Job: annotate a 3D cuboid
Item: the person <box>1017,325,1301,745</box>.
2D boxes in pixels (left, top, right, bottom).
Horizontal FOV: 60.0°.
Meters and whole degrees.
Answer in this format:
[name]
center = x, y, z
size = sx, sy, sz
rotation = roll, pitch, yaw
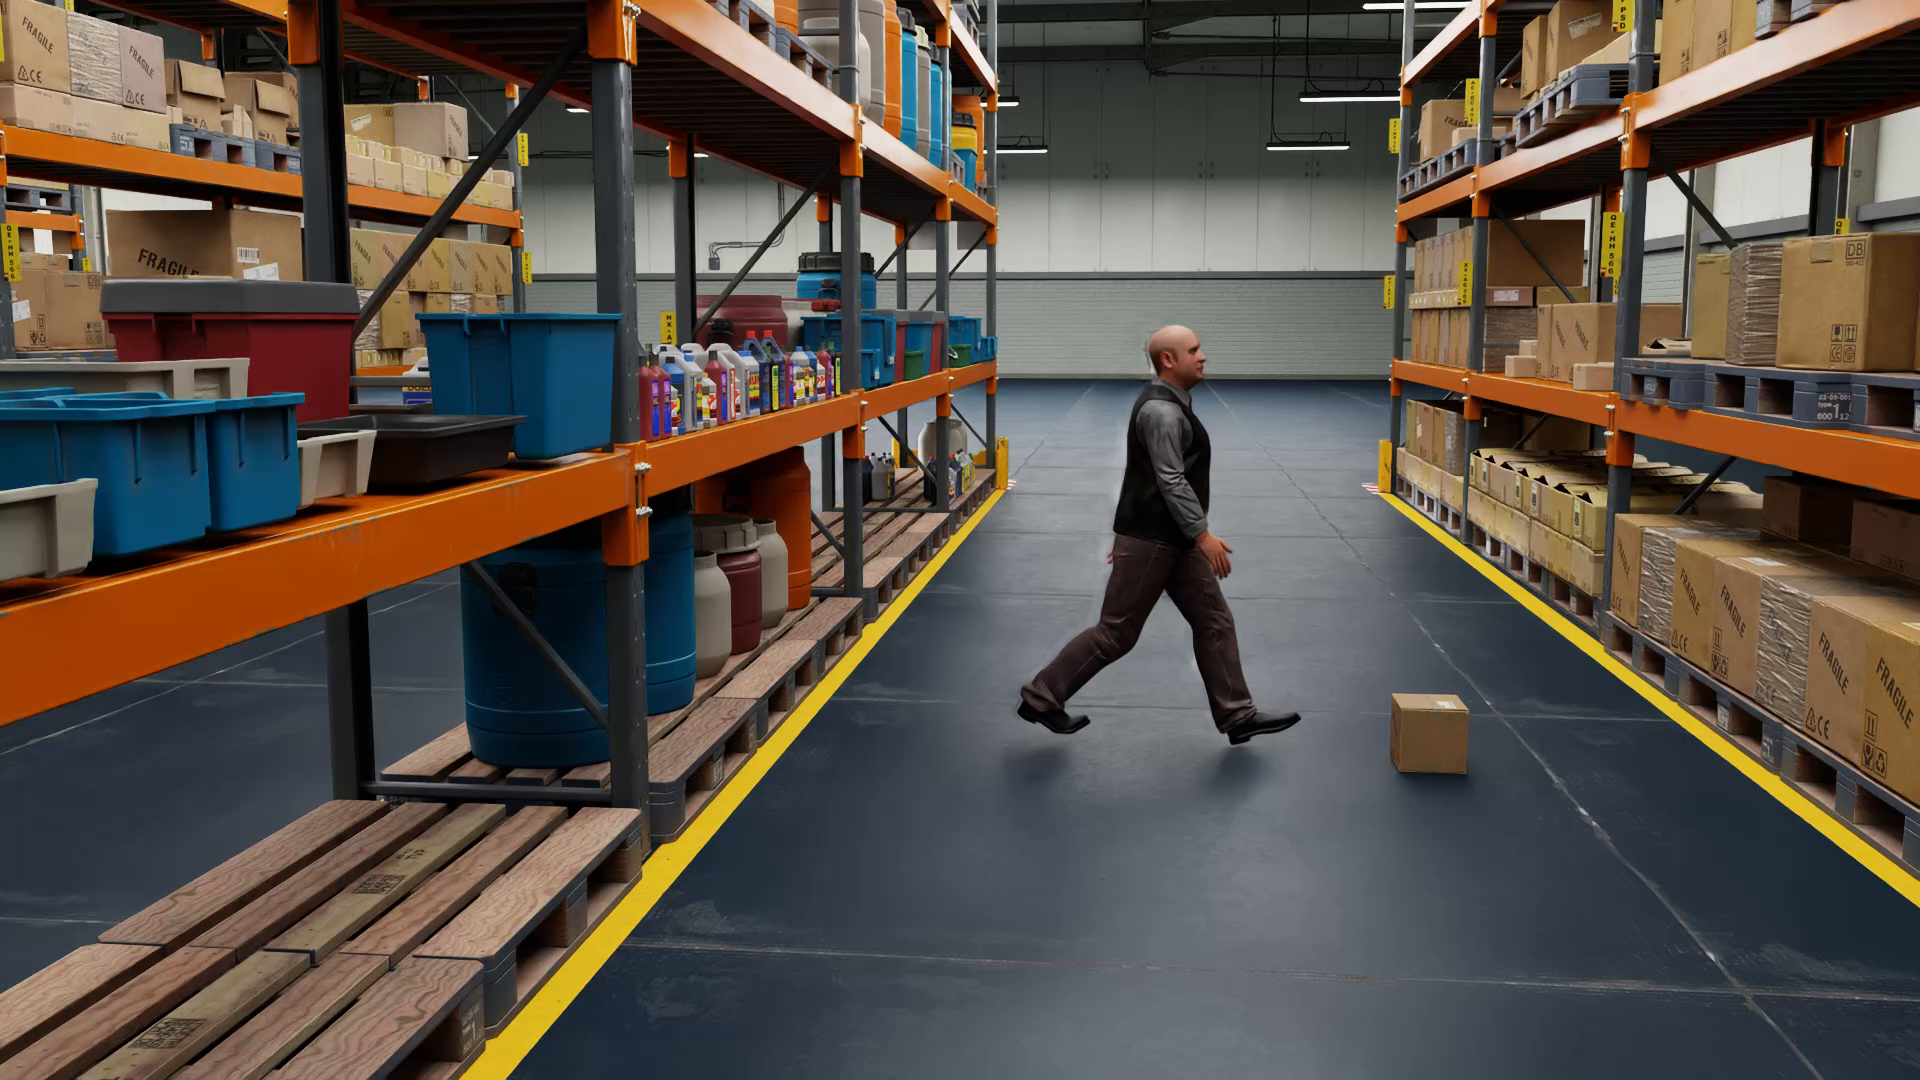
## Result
[person]
center = 0.791, -0.004, 6.546
size = 1.103, 1.669, 0.563
rotation = 2, 8, 16
